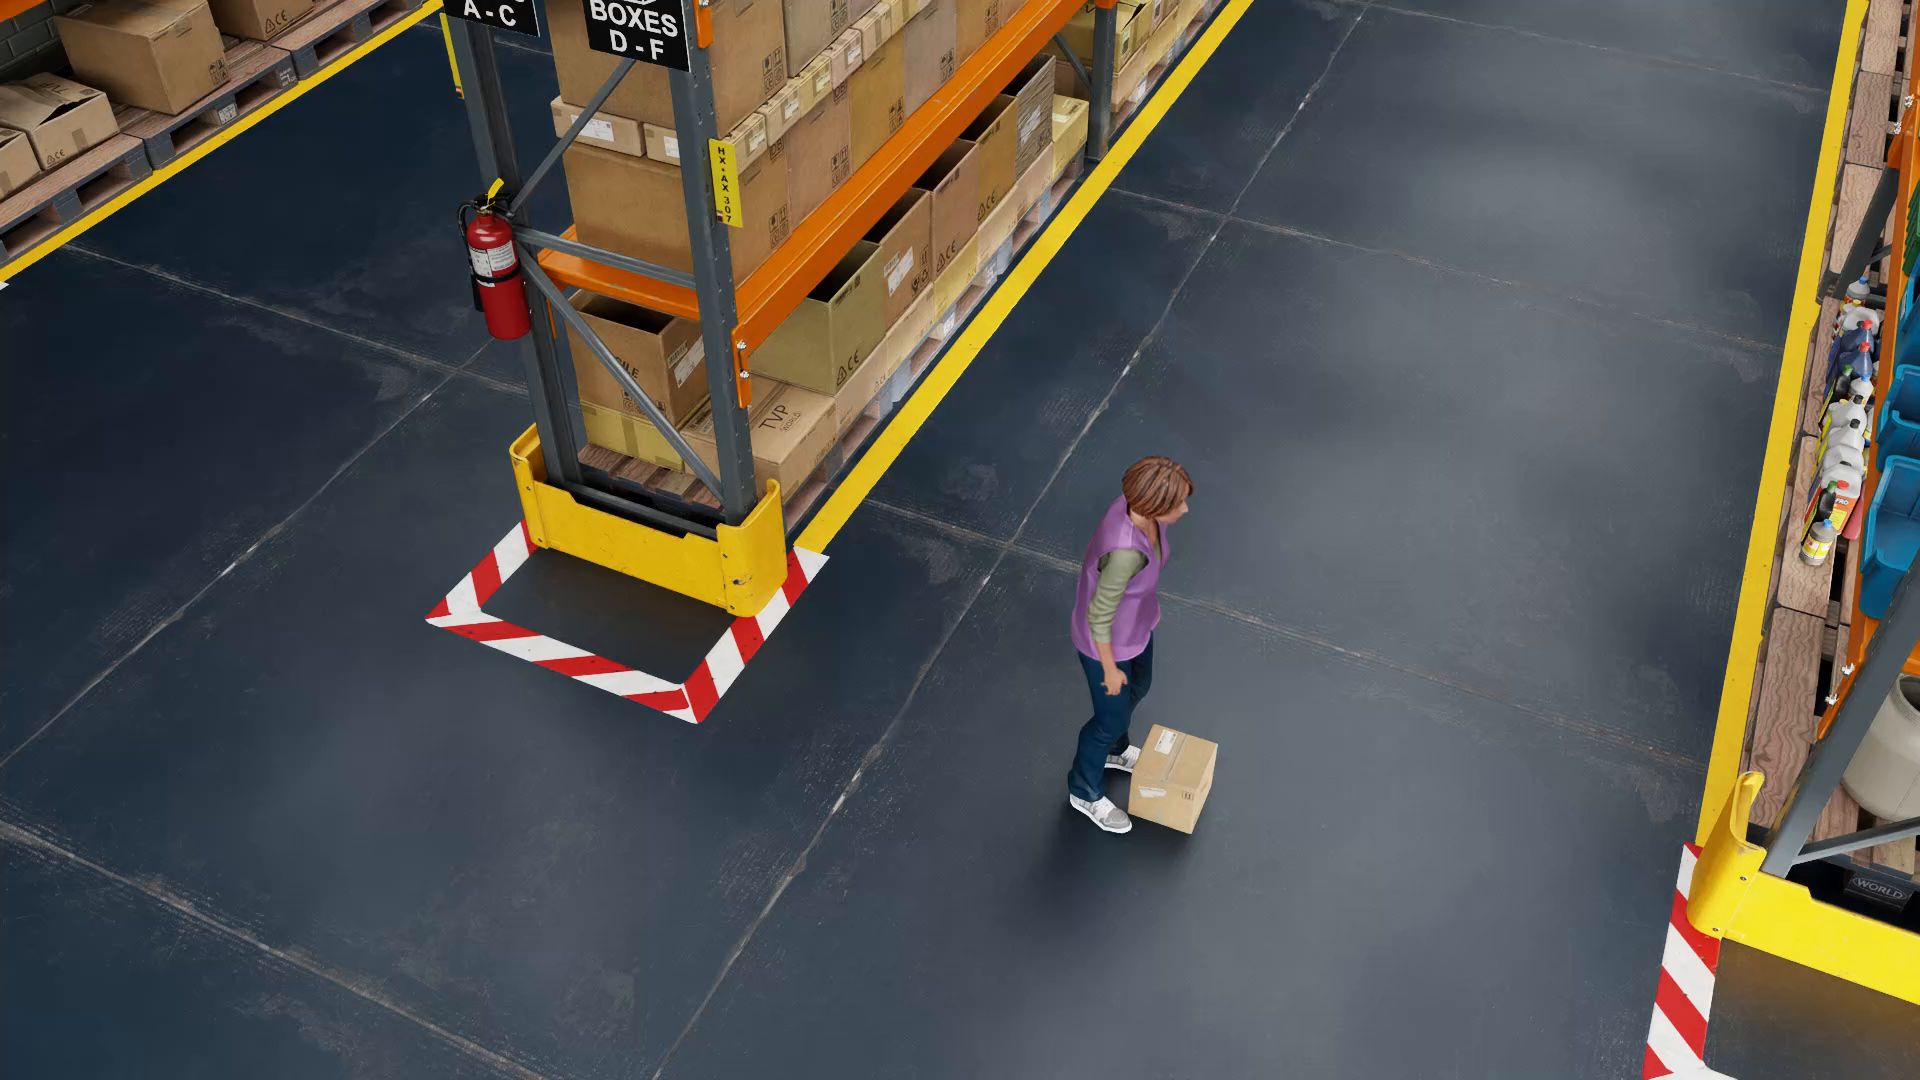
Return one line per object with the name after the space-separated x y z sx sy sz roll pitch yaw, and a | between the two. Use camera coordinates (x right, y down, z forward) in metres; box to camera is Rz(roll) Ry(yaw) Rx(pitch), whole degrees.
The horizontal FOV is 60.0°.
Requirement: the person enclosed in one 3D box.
0.571 0.331 5.808 0.349 1.593 0.473 17 45 17 | person
